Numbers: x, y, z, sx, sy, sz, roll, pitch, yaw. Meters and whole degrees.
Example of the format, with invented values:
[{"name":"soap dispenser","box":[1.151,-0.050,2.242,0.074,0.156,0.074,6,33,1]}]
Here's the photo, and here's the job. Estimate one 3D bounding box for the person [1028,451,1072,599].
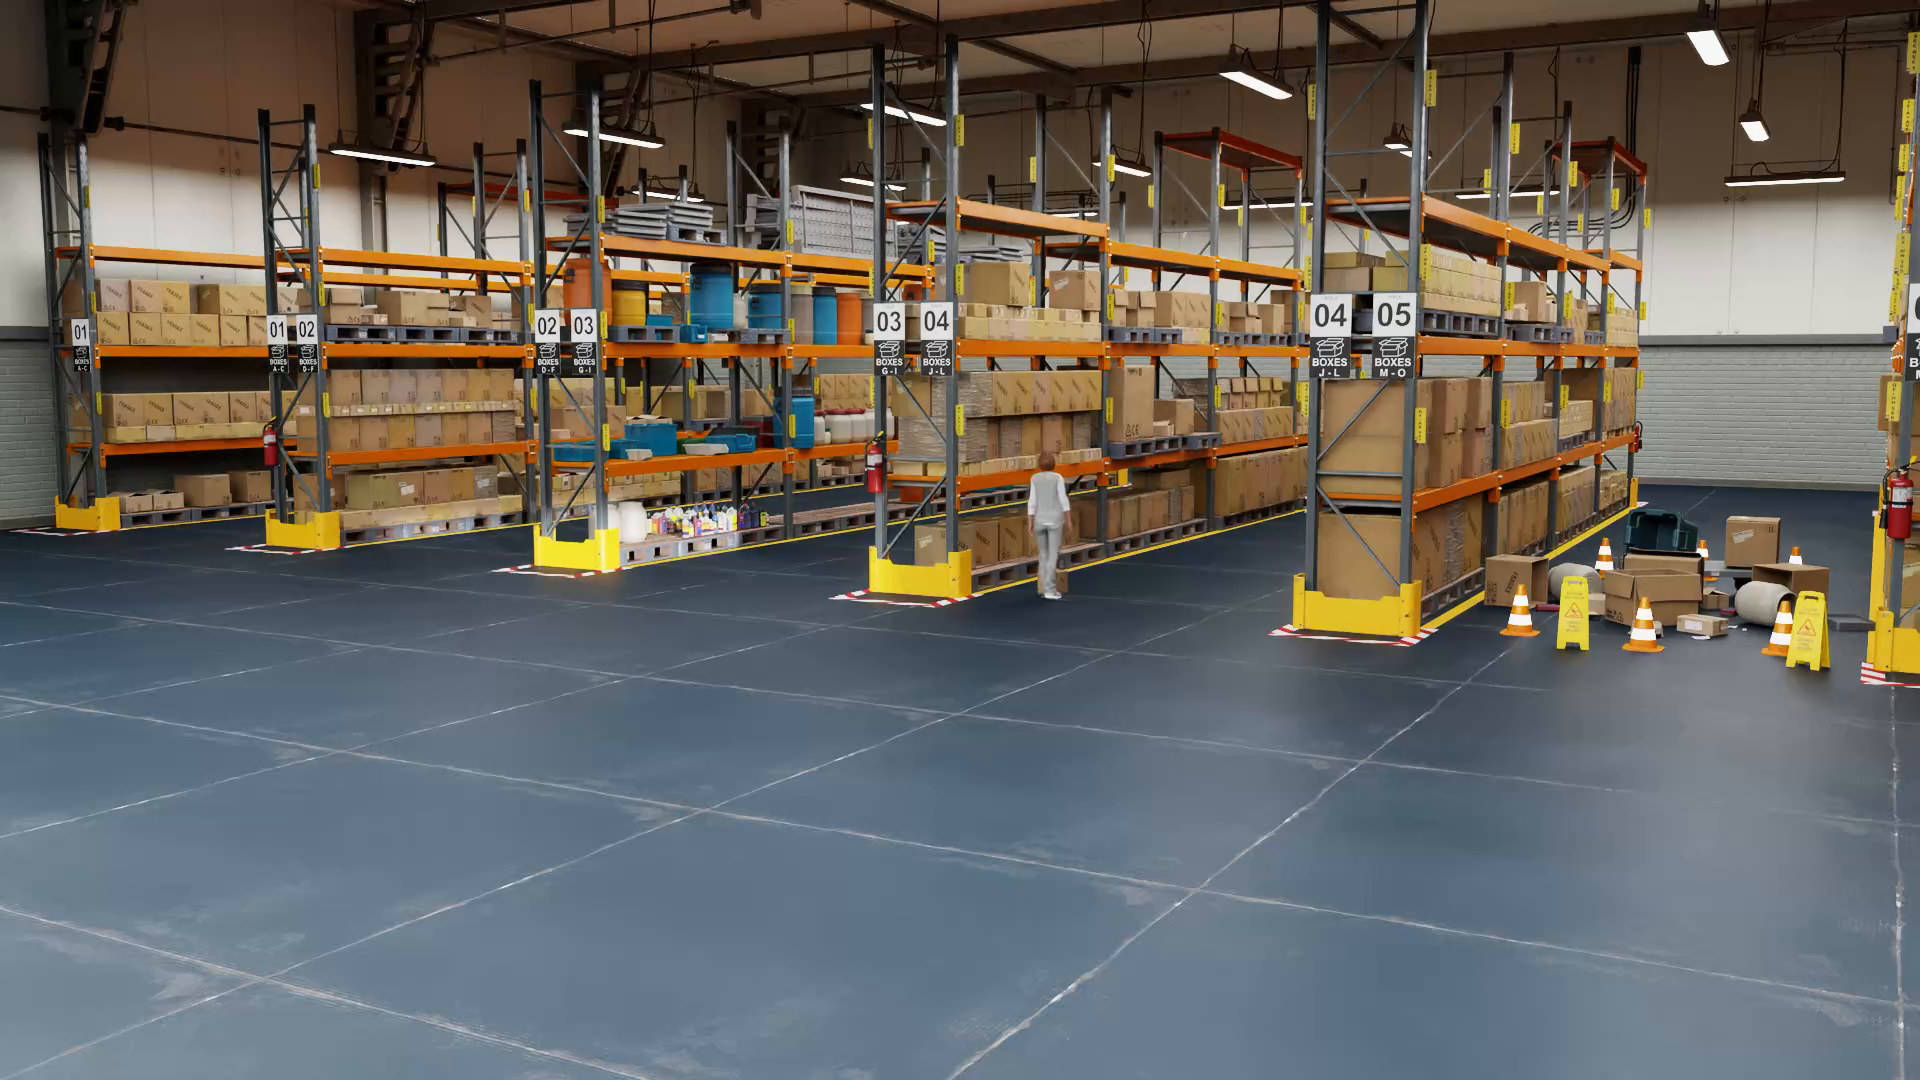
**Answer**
[{"name":"person","box":[0.988,-0.147,18.007,0.459,1.558,0.529,2,7,21]}]
